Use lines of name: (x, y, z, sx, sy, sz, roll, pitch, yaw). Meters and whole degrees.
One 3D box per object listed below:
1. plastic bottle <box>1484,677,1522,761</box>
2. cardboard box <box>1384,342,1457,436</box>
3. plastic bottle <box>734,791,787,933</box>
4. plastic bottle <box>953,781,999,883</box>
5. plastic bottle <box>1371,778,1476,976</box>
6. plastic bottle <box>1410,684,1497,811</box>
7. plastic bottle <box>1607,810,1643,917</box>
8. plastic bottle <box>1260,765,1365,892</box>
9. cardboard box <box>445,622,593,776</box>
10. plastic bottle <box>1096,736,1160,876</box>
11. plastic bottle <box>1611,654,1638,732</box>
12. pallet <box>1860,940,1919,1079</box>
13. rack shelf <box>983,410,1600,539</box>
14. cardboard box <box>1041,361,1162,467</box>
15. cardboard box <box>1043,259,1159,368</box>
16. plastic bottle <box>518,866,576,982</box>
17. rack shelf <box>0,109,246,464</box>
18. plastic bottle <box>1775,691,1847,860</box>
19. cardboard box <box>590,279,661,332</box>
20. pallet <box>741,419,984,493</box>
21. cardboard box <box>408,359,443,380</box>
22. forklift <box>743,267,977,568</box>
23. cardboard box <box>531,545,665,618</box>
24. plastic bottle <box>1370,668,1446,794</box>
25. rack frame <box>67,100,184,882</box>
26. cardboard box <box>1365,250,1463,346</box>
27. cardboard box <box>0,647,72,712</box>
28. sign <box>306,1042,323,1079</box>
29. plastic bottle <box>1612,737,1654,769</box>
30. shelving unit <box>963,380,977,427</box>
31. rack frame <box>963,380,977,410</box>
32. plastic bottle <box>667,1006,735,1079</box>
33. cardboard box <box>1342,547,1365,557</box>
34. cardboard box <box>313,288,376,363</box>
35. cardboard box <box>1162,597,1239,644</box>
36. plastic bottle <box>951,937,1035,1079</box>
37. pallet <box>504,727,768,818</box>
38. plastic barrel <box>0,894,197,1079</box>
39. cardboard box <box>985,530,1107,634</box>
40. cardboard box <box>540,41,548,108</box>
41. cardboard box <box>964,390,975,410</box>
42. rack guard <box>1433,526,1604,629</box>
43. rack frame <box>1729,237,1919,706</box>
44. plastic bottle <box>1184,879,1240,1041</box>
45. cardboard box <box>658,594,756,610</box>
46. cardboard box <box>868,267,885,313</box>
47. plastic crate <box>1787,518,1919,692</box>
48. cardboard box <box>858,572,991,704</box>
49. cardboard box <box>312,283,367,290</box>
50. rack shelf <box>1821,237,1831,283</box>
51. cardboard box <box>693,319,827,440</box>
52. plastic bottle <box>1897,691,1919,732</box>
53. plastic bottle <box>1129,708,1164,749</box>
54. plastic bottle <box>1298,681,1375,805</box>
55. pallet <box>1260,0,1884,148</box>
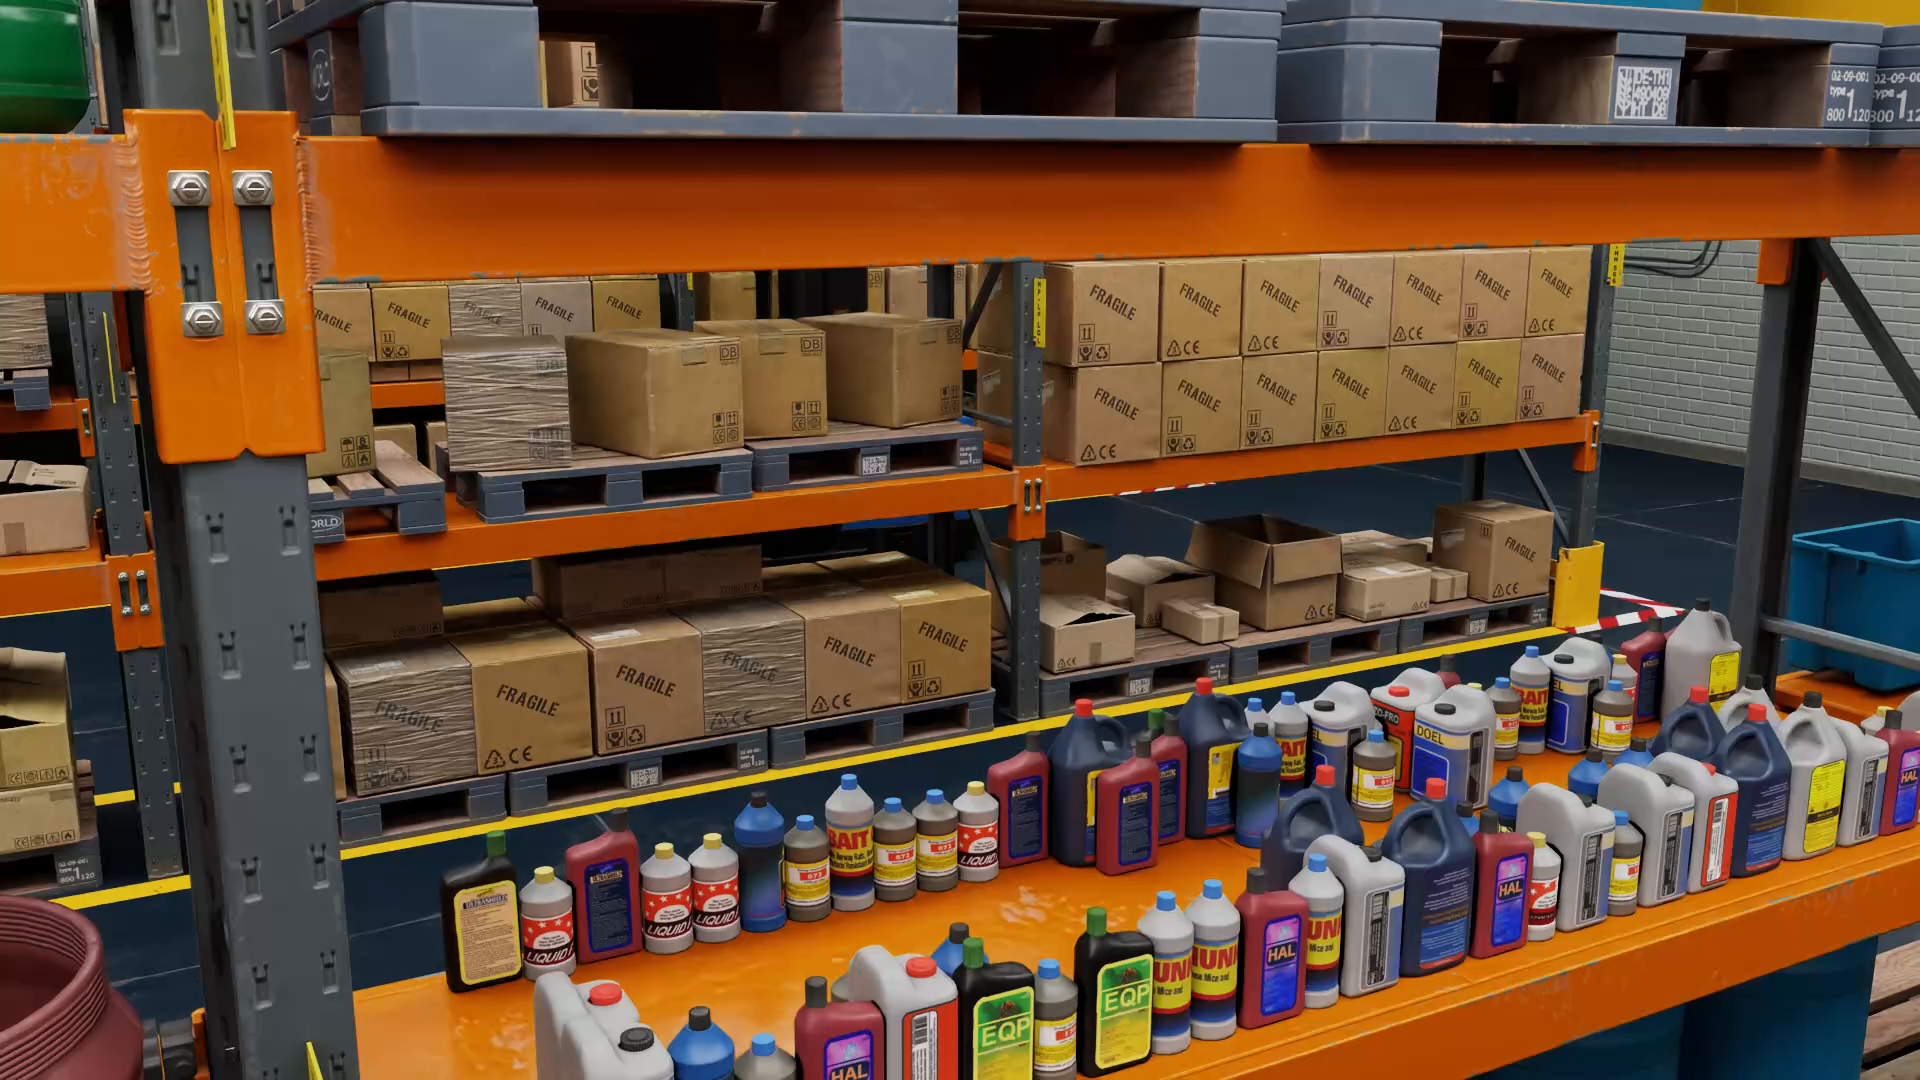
plastic bottle: (1.373, 0.451, 4.228, 0.097, 0.201, 0.097, 0, 13, 0)
cardboard box: (2.467, -0.896, 9.529, 0.500, 0.500, 0.500, -7, 14, -27)
plastic bottle: (-0.394, 0.628, 3.279, 0.097, 0.271, 0.097, 0, 13, 0)
plastic bottle: (0.034, 0.611, 3.514, 0.097, 0.201, 0.097, 0, 13, 0)
plastic bottle: (0.866, 0.622, 3.124, 0.185, 0.351, 0.144, -7, 14, -28)
plastic bottle: (1.154, 0.485, 3.904, 0.135, 0.276, 0.152, -7, 14, -28)
plastic bottle: (1.322, 0.647, 3.357, 0.097, 0.201, 0.097, 0, 13, 0)
plastic bottle: (0.675, 0.607, 3.191, 0.185, 0.351, 0.144, -7, 14, -28)
cardboard box: (-1.962, 0.693, 7.391, 0.500, 0.500, 0.500, -7, 14, -29)
plastic bottle: (0.357, 0.564, 3.538, 0.133, 0.283, 0.061, -7, 14, -28)
plastic bottle: (1.747, 0.406, 4.427, 0.097, 0.201, 0.097, 0, 13, 0)
pallet: (3.110, 1.598, 5.026, 1.213, 0.211, 1.003, -7, 14, -28)
rack shelf: (1.868, -0.492, 9.601, 4.000, 0.370, 1.077, -7, 14, -28)
cardboard box: (0.691, -0.682, 8.581, 0.500, 0.500, 0.500, -6, 14, -26)
cardboard box: (0.661, -1.164, 8.445, 0.500, 0.500, 0.500, -6, 14, -26)
plastic bottle: (-0.767, 0.707, 3.088, 0.097, 0.201, 0.097, 0, 13, 0)
rack shelf: (-2.783, -0.158, 1.288, 4.000, 0.370, 1.077, -7, 14, -28)
plastic bottle: (1.833, 0.507, 3.639, 0.185, 0.351, 0.144, -7, 14, -28)
cardboard box: (-2.548, -1.693, 12.349, 0.500, 0.500, 0.500, -7, 15, -29)
pallet: (-0.641, -0.476, 8.328, 1.213, 0.211, 1.003, -7, 14, -28)
cardboard box: (-3.800, -1.233, 11.781, 0.250, 0.149, 0.380, -6, 14, -26)
forklift: (-1.437, -1.260, 11.530, 3.031, 2.935, 1.130, -6, 14, -24)
cardboard box: (-1.746, 0.169, 8.011, 0.500, 0.250, 0.500, -7, 15, -29)
plastic bottle: (1.082, 0.456, 4.034, 0.135, 0.276, 0.152, -7, 14, -28)
rack frame: (-3.398, -0.211, 6.717, 0.127, 3.000, 1.000, -7, 14, -28)
cardboard box: (2.469, -1.381, 9.409, 0.500, 0.500, 0.500, -6, 14, -26)
cardboard box: (-3.998, 0.650, 6.918, 0.500, 0.311, 0.500, -6, 14, -26)
sign: (-0.758, 0.769, 1.988, 0.005, 0.325, 0.100, -7, 14, -28)
plastic bottle: (1.453, 0.559, 3.588, 0.097, 0.271, 0.097, 0, 13, 0)
shelving unit: (-0.010, -0.584, 12.472, 0.189, 1.200, 0.258, -6, 14, -26)
rack frame: (0.072, -0.593, 12.512, 0.006, 1.200, 0.240, -6, 14, -26)
plastic bottle: (-0.378, 0.816, 2.444, 0.097, 0.271, 0.097, 0, 13, 0)
cardboard box: (2.133, 0.182, 10.231, 0.500, 0.250, 0.500, -7, 14, -28)
cardboard box: (-4.326, -1.476, 11.387, 0.500, 0.500, 0.500, -7, 14, -28)
cardboard box: (1.340, 0.440, 9.273, 0.250, 0.166, 0.380, -7, 14, -28)
plastic bottle: (0.052, 0.763, 2.652, 0.133, 0.283, 0.061, -7, 14, -28)
pallet: (-1.655, 0.950, 7.906, 1.213, 0.211, 1.003, -7, 14, -28)
plastic barrel: (-1.290, 0.784, 1.982, 0.708, 0.536, 0.600, -7, 14, -28)
cardboard box: (0.477, 0.258, 9.322, 0.500, 0.500, 0.500, -7, 14, -28)
cardboard box: (-2.127, -1.884, 7.091, 0.500, 0.500, 0.910, -7, 14, -28)
cardboard box: (0.030, -1.188, 14.317, 0.250, 0.149, 0.380, -7, 14, -27)
rack guard: (3.557, 0.174, 10.695, 0.348, 0.500, 1.175, -7, 14, -28)
rack frame: (2.483, 0.323, 4.343, 0.127, 3.000, 1.000, -7, 14, -28)
plastic bottle: (0.433, 0.719, 2.876, 0.097, 0.271, 0.097, 0, 13, 0)
cardboard box: (-1.333, 0.486, 8.309, 0.500, 0.500, 0.500, -7, 14, -27)
cardboard box: (-1.137, -1.862, 13.370, 0.700, 0.700, 0.980, -7, 15, -29)
plastic crate: (2.729, 0.186, 4.849, 0.575, 0.384, 0.392, -7, 14, -28)
cardboard box: (-0.183, 0.480, 8.337, 0.500, 0.500, 0.500, -7, 14, -28)
cardboard box: (-4.344, -1.843, 11.309, 0.500, 0.250, 0.500, -7, 14, -27)
rack shelf: (4.239, -1.000, 5.028, 4.000, 0.370, 1.077, -7, 14, -28)
cardboard box: (-0.983, -0.795, 8.124, 0.500, 0.500, 0.700, -4, 13, -19)
plastic bottle: (2.292, 0.487, 3.896, 0.135, 0.276, 0.152, -7, 14, -28)
plastic bottle: (0.405, 0.522, 3.724, 0.133, 0.283, 0.061, -7, 14, -28)
plastic bottle: (0.878, 0.480, 3.925, 0.135, 0.276, 0.152, -7, 14, -28)
pallet: (0.848, -0.827, 3.052, 1.213, 0.211, 1.003, -7, 14, -28)
